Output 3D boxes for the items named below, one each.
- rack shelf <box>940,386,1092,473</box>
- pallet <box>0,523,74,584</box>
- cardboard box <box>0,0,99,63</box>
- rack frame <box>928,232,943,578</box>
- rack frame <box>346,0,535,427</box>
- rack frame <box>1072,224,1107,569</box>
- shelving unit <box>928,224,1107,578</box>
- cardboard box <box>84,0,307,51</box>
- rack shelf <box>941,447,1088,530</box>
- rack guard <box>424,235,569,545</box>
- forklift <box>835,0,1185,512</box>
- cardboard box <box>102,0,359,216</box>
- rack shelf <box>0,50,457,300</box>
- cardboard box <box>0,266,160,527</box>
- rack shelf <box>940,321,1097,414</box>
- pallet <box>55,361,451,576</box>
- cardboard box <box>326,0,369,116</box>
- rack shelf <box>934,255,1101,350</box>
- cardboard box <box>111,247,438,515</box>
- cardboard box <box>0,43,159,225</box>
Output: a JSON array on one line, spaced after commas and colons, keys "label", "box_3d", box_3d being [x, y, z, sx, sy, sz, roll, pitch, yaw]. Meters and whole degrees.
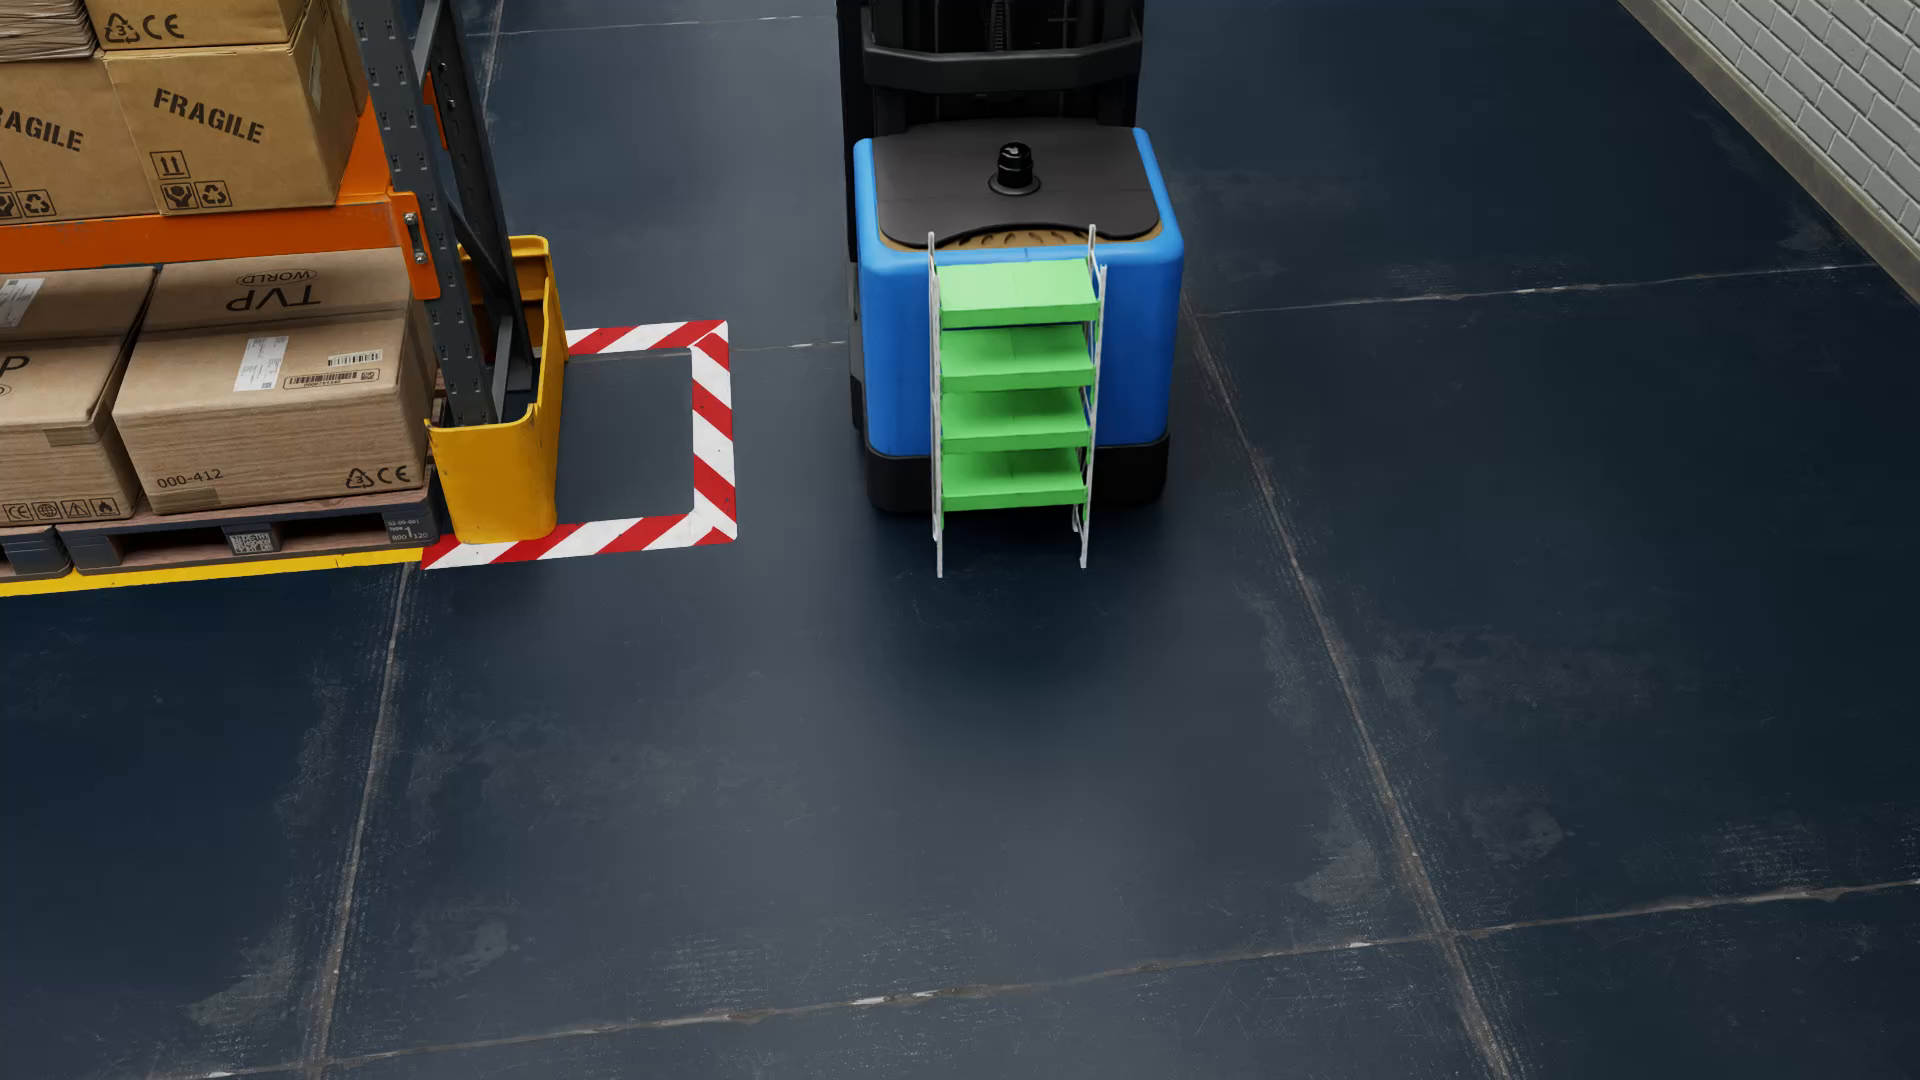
[{"label": "rack shelf", "box_3d": [0.166, -0.364, 5.353, 0.480, 0.148, 0.258, -3, 42, -4]}, {"label": "pallet", "box_3d": [-3.662, -0.232, 5.850, 1.213, 0.211, 1.003, -5, 42, -6]}, {"label": "cardboard box", "box_3d": [-2.634, -1.636, 4.504, 0.500, 0.500, 0.500, -5, 42, -5]}, {"label": "rack frame", "box_3d": [-0.077, -0.396, 5.294, 0.015, 1.200, 0.240, -3, 42, -4]}, {"label": "rack frame", "box_3d": [-1.672, -1.493, 5.166, 0.127, 3.000, 1.000, -5, 42, -6]}, {"label": "rack frame", "box_3d": [0.409, -0.426, 5.326, 0.015, 1.200, 0.240, -3, 42, -4]}, {"label": "shelving unit", "box_3d": [0.166, -0.411, 5.310, 0.503, 1.200, 0.258, -3, 42, -4]}, {"label": "cardboard box", "box_3d": [-2.120, -1.701, 4.575, 0.500, 0.500, 0.500, -4, 42, -4]}, {"label": "rack shelf", "box_3d": [0.166, -0.186, 5.514, 0.480, 0.148, 0.258, -3, 42, -4]}, {"label": "rack guard", "box_3d": [-1.649, -0.567, 6.005, 0.348, 0.500, 1.175, -5, 42, -6]}, {"label": "forklift", "box_3d": [0.086, -2.164, 5.961, 1.130, 2.935, 3.031, -3, 42, -3]}, {"label": "cardboard box", "box_3d": [-2.116, -1.312, 4.891, 0.500, 0.500, 0.500, -5, 42, -5]}, {"label": "rack shelf", "box_3d": [-3.656, -1.052, 5.214, 4.000, 0.370, 1.077, -5, 42, -6]}, {"label": "cardboard box", "box_3d": [-3.220, -0.489, 5.652, 0.875, 0.438, 0.875, -4, 42, -4]}, {"label": "rack shelf", "box_3d": [0.166, -0.542, 5.192, 0.480, 0.148, 0.258, -3, 42, -4]}, {"label": "pallet", "box_3d": [-2.455, -0.336, 5.965, 1.213, 0.211, 1.003, -5, 42, -6]}, {"label": "cardboard box", "box_3d": [-2.186, -1.679, 5.297, 0.500, 0.500, 0.500, -5, 42, -6]}, {"label": "rack shelf", "box_3d": [0.166, -0.720, 5.031, 0.480, 0.148, 0.258, -3, 42, -4]}, {"label": "cardboard box", "box_3d": [-2.314, -0.574, 5.746, 0.875, 0.438, 0.875, -6, 42, -7]}, {"label": "cardboard box", "box_3d": [-2.616, -1.279, 4.854, 0.500, 0.500, 0.500, -6, 42, -6]}]
